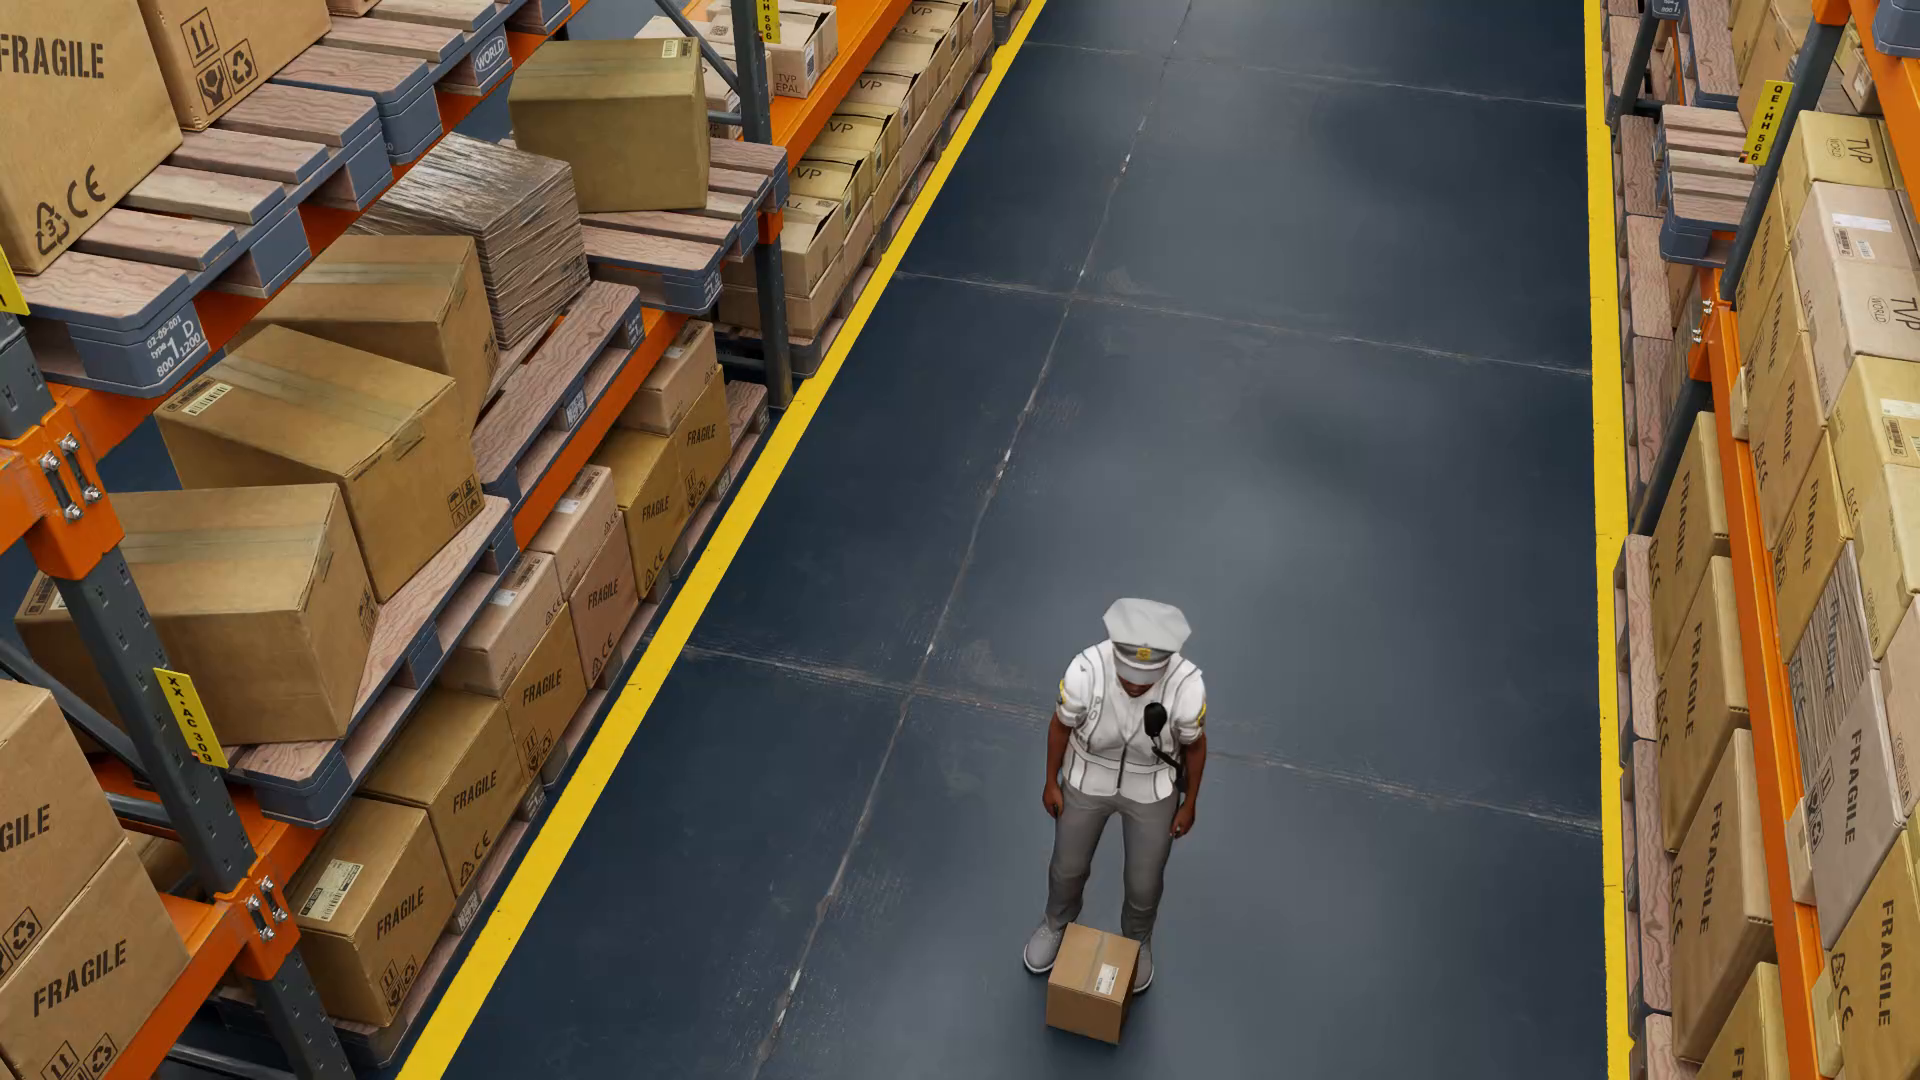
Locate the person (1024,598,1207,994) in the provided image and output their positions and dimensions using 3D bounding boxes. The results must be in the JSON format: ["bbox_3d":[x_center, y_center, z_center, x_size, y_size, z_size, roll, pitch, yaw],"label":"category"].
[{"bbox_3d":[0.496,0.794,5.255,0.521,1.657,0.395,8,42,9],"label":"person"}]
